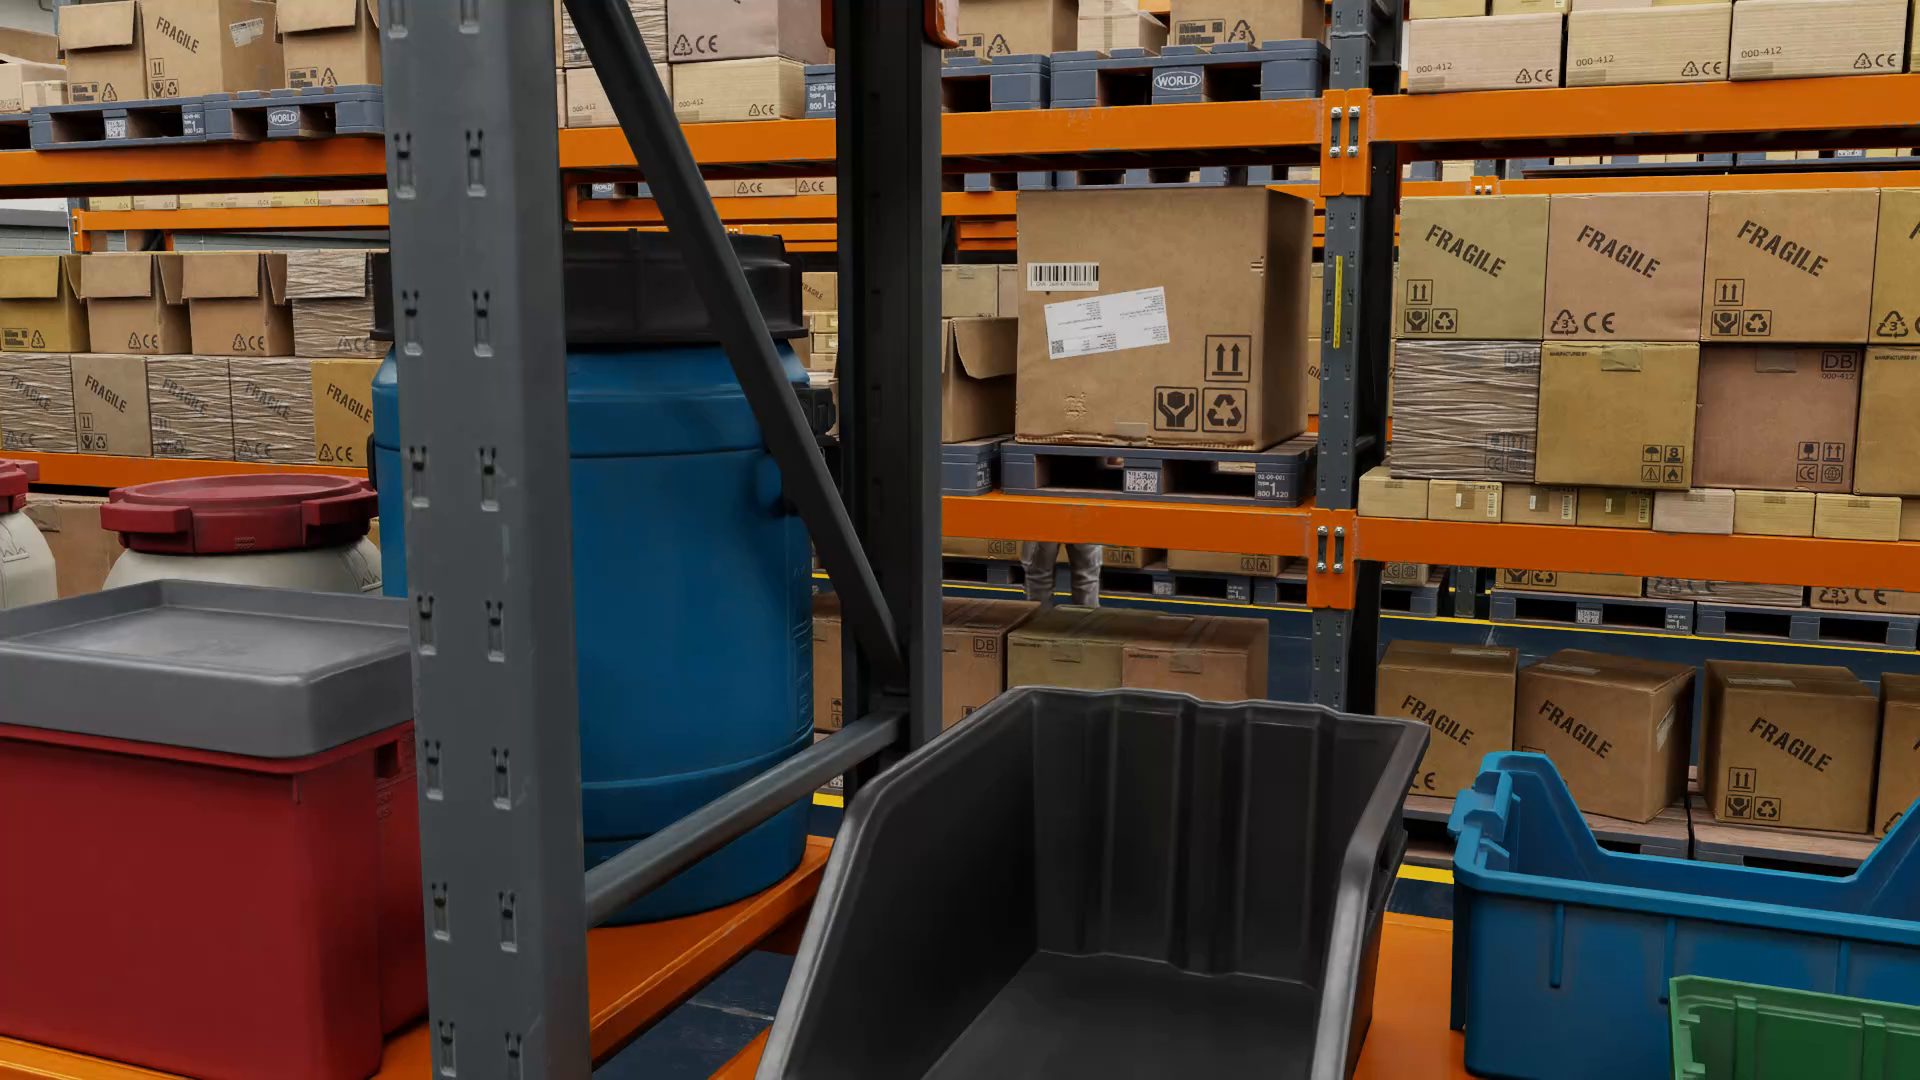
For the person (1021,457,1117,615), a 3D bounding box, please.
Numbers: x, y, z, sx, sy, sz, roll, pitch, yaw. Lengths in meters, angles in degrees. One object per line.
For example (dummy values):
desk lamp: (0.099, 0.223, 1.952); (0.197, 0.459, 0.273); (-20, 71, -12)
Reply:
person: (0.557, -0.159, 9.136); (0.616, 1.784, 0.460); (-1, 9, -7)
